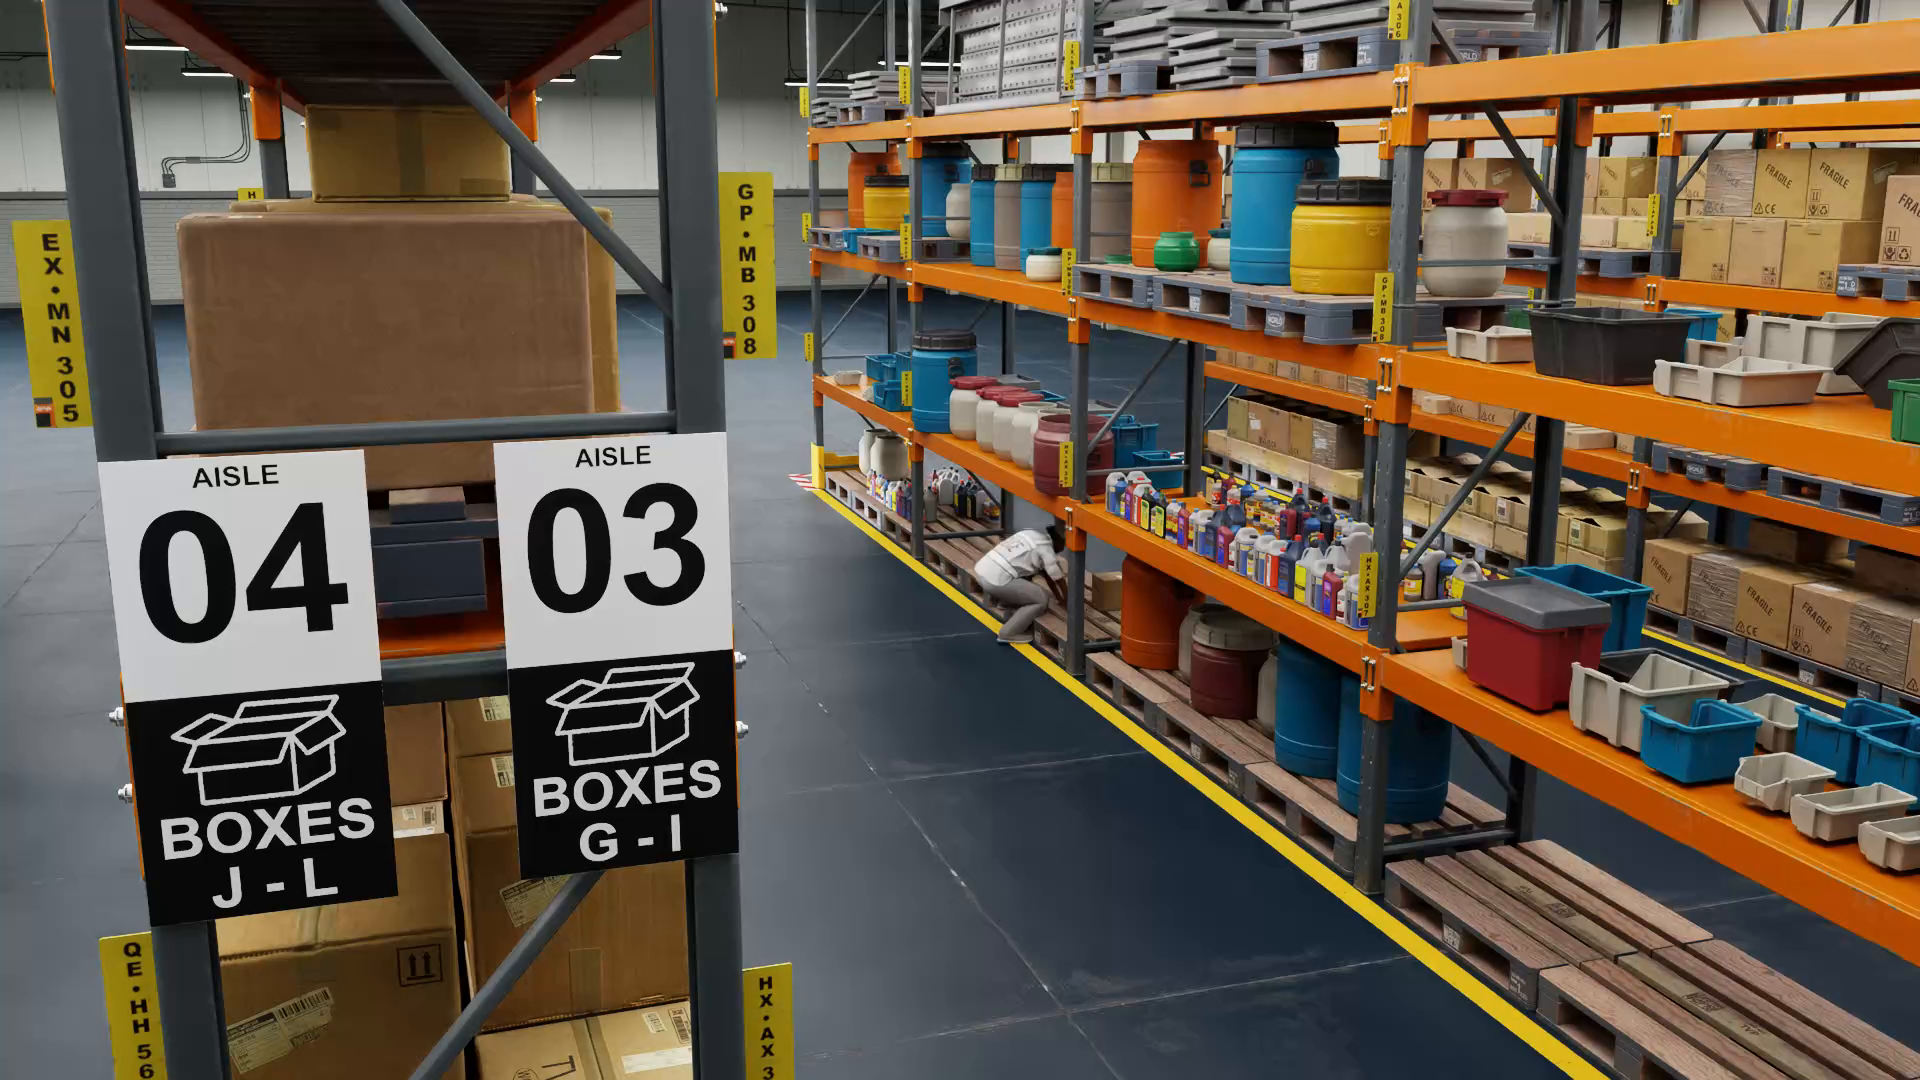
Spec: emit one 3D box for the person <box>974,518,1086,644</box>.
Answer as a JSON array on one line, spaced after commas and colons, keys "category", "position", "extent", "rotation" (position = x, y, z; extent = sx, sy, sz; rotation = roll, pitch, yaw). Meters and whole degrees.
[{"category": "person", "position": [0.549, 0.340, 13.216], "extent": [0.886, 0.899, 0.479], "rotation": [-3, 13, -13]}]
